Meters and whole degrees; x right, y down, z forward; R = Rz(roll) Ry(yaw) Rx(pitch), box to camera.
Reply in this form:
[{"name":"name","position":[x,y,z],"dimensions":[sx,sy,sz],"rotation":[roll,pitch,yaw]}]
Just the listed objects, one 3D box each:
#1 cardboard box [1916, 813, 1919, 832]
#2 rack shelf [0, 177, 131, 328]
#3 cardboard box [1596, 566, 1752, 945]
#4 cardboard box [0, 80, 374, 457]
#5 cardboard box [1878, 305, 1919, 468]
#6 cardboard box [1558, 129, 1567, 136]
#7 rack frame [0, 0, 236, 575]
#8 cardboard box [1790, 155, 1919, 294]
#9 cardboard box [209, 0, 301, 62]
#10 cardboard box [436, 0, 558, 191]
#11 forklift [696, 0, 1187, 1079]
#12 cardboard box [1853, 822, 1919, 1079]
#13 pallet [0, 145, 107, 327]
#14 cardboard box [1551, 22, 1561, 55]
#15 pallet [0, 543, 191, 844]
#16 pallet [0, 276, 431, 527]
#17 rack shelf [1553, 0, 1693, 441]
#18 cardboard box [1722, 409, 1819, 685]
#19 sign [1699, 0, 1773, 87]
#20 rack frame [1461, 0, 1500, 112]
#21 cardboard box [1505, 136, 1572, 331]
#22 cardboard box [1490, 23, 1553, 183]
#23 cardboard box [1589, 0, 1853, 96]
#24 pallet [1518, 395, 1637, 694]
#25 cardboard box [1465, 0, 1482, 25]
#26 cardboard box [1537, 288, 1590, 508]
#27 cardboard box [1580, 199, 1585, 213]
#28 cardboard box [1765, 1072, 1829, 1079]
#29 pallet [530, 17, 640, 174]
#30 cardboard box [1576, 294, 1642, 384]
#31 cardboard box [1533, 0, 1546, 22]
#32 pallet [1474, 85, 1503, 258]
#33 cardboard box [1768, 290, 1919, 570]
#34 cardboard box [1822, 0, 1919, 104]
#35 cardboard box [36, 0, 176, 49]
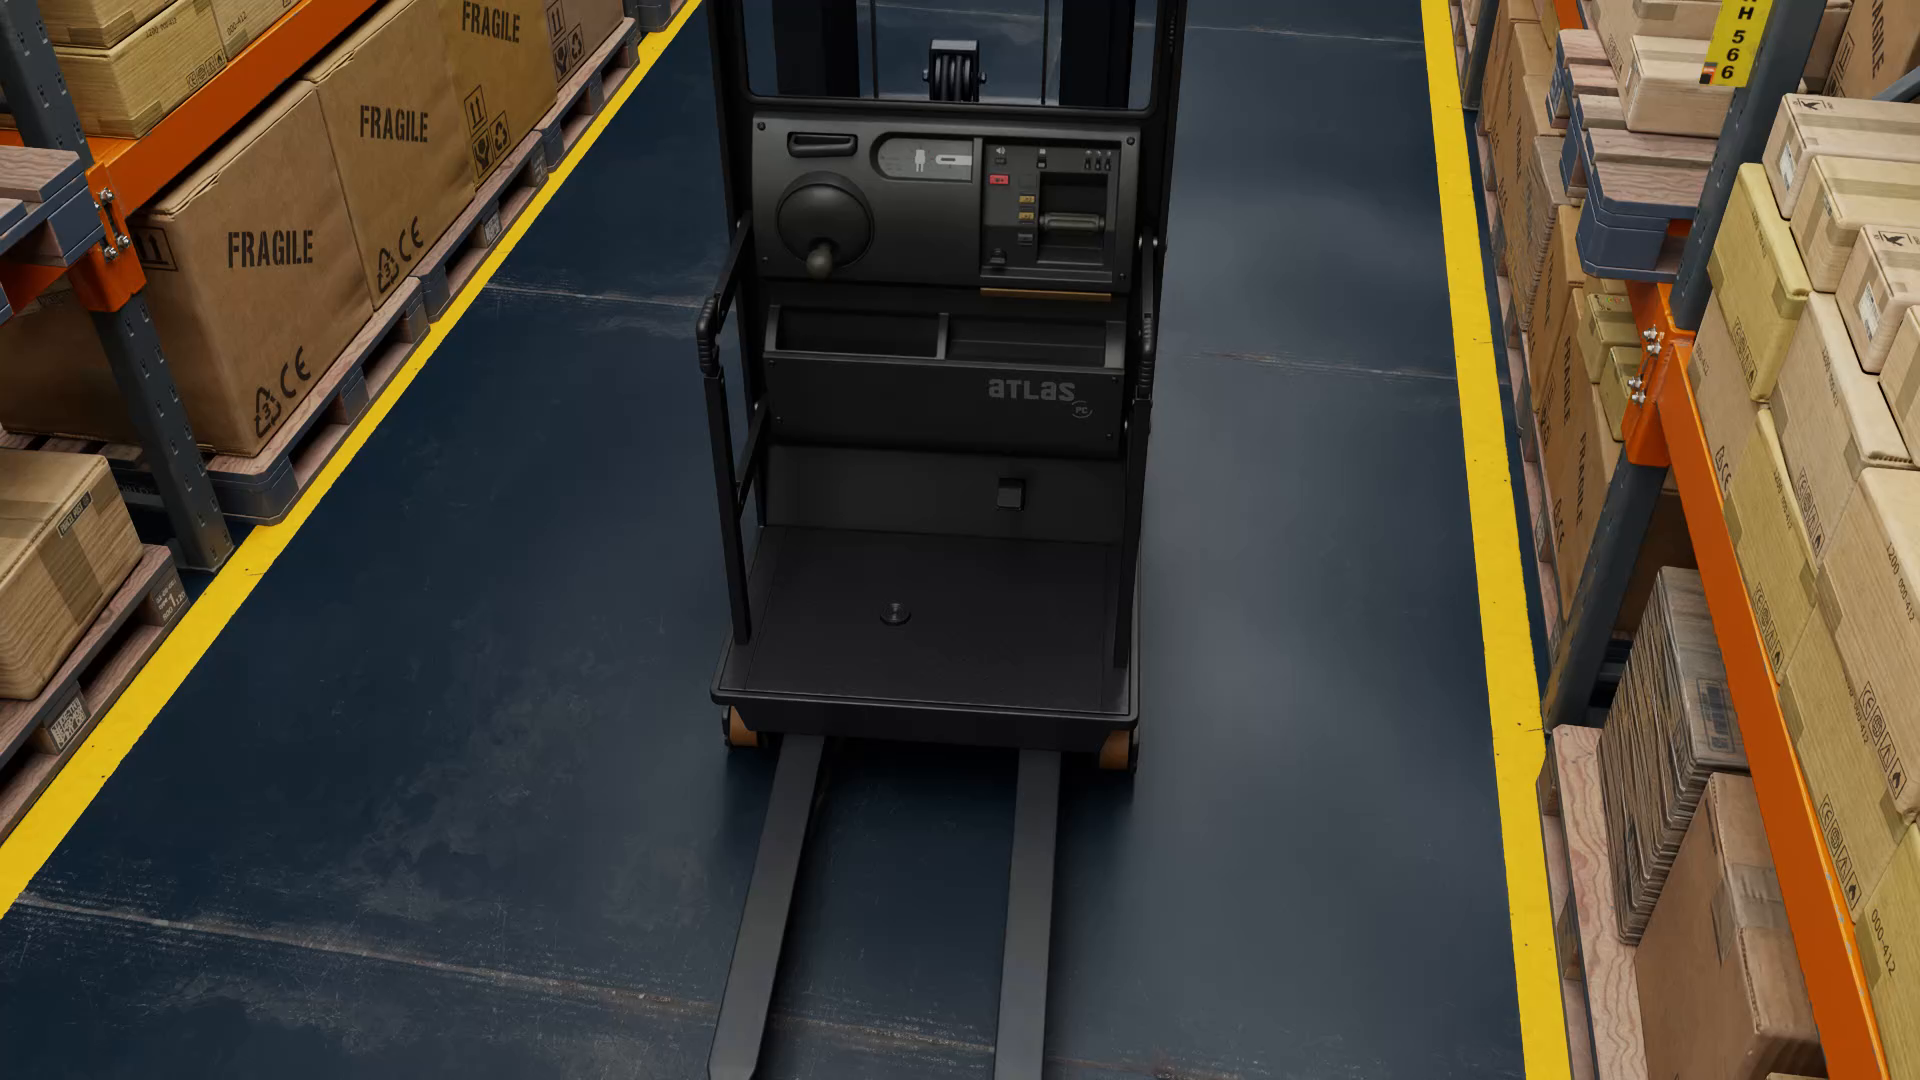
[{"name":"cardboard box","position":[1.540,0.484,2.036],"dimensions":[0.500,0.250,0.500],"rotation":[7,40,8]},{"name":"rack shelf","position":[-3.119,0.391,2.988],"dimensions":[1.077,0.370,4.000],"rotation":[6,40,8]},{"name":"cardboard box","position":[1.996,0.546,3.769],"dimensions":[0.875,0.625,0.625],"rotation":[8,40,9]},{"name":"cardboard box","position":[-2.571,-0.909,5.334],"dimensions":[0.875,0.875,0.875],"rotation":[6,40,7]},{"name":"cardboard box","position":[1.675,-0.221,2.575],"dimensions":[0.380,0.149,0.250],"rotation":[7,40,8]},{"name":"cardboard box","position":[2.321,-1.534,5.874],"dimensions":[0.380,0.149,0.250],"rotation":[8,40,9]},{"name":"rack frame","position":[-2.772,-1.142,4.277],"dimensions":[1.000,3.000,0.127],"rotation":[6,40,8]},{"name":"cardboard box","position":[1.727,-0.550,2.974],"dimensions":[0.380,0.149,0.250],"rotation":[7,40,9]},{"name":"cardboard box","position":[-2.368,-1.688,5.055],"dimensions":[0.500,0.250,0.500],"rotation":[5,40,6]},{"name":"cardboard box","position":[-2.257,-2.030,6.689],"dimensions":[0.875,0.875,0.875],"rotation":[7,40,9]},{"name":"forklift","position":[-0.055,-0.735,3.838],"dimensions":[1.130,2.935,3.031],"rotation":[3,40,4]},{"name":"cardboard box","position":[1.534,0.677,2.195],"dimensions":[0.500,0.250,0.500],"rotation":[8,40,9]},{"name":"pallet","position":[-2.791,-0.609,3.783],"dimensions":[1.213,0.211,1.003],"rotation":[6,40,8]},{"name":"cardboard box","position":[2.446,-1.842,6.247],"dimensions":[0.380,0.149,0.250],"rotation":[6,40,7]},{"name":"pallet","position":[-2.909,0.423,4.573],"dimensions":[1.003,0.211,1.213],"rotation":[6,40,8]},{"name":"pallet","position":[-2.562,-0.554,5.754],"dimensions":[1.003,0.211,1.213],"rotation":[6,40,8]},{"name":"rack shelf","position":[2.463,-1.575,5.365],"dimensions":[1.077,0.370,4.000],"rotation":[6,40,8]},{"name":"cardboard box","position":[1.708,0.027,2.980],"dimensions":[0.500,0.250,0.500],"rotation":[6,40,7]},{"name":"sign","position":[1.581,-1.067,3.339],"dimensions":[0.100,0.325,0.005],"rotation":[6,40,8]},{"name":"rack frame","position":[2.809,-3.107,6.654],"dimensions":[1.000,3.000,0.127],"rotation":[6,40,8]},{"name":"cardboard box","position":[2.235,-1.054,5.803],"dimensions":[0.500,0.500,0.500],"rotation":[5,40,6]},{"name":"cardboard box","position":[2.421,-1.692,6.574],"dimensions":[0.500,0.500,0.500],"rotation":[6,40,7]},{"name":"cardboard box","position":[1.981,-1.399,4.376],"dimensions":[0.500,0.250,0.500],"rotation":[5,40,6]},{"name":"pallet","position":[2.283,0.013,5.068],"dimensions":[1.003,0.211,1.213],"rotation":[6,40,8]},{"name":"cardboard box","position":[2.616,-2.552,7.891],"dimensions":[0.380,0.149,0.250],"rotation":[5,40,6]},{"name":"cardboard box","position":[2.075,-0.397,5.009],"dimensions":[0.500,0.500,0.500],"rotation":[6,40,7]},{"name":"cardboard box","position":[2.192,-1.036,5.272],"dimensions":[0.380,0.149,0.250],"rotation":[6,40,7]},{"name":"cardboard box","position":[1.774,1.380,2.761],"dimensions":[0.875,0.625,0.625],"rotation":[5,40,6]},{"name":"pallet","position":[-2.140,-2.085,7.606],"dimensions":[1.003,0.211,1.213],"rotation":[6,40,8]},{"name":"cardboard box","position":[1.970,-0.558,4.694],"dimensions":[0.380,0.149,0.250],"rotation":[4,40,5]},{"name":"cardboard box","position":[2.513,-2.178,6.653],"dimensions":[0.380,0.149,0.250],"rotation":[5,40,6]},{"name":"pallet","position":[2.706,-1.518,6.920],"dimensions":[1.003,0.211,1.213],"rotation":[6,40,8]},{"name":"cardboard box","position":[1.712,-0.166,2.822],"dimensions":[0.500,0.250,0.500],"rotation":[8,40,9]},{"name":"cardboard box","position":[2.360,-1.103,3.822],"dimensions":[0.500,0.500,0.500],"rotation":[8,40,10]},{"name":"cardboard box","position":[-2.441,-1.568,4.517],"dimensions":[0.500,0.250,0.500],"rotation":[6,40,7]}]
